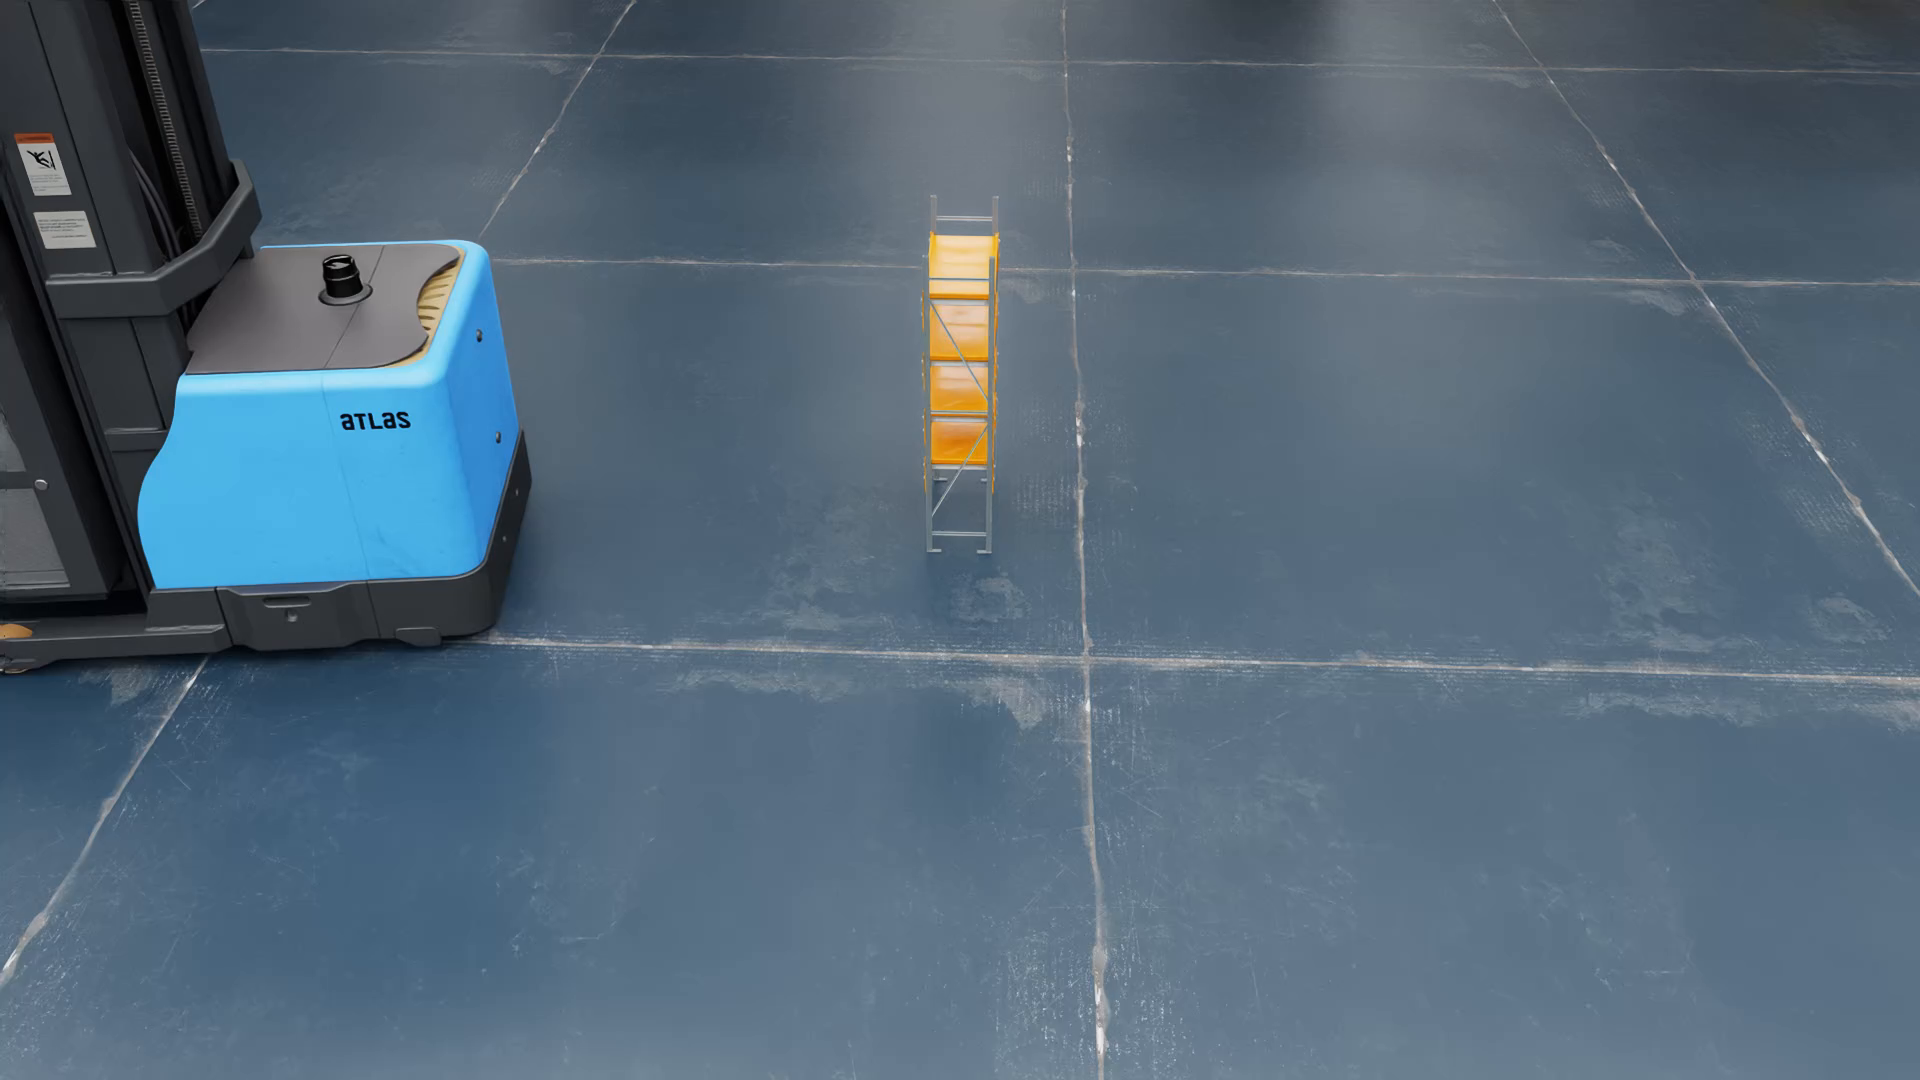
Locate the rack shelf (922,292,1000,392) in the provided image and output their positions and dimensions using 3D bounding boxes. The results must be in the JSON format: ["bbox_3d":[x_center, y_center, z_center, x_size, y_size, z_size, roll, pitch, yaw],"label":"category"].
[{"bbox_3d":[0.007,-0.714,5.950,0.258,0.148,0.480,1,35,2],"label":"rack shelf"}]

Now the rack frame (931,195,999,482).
[{"bbox_3d":[0.016,-0.726,6.240,0.240,1.200,0.015,1,35,2],"label":"rack frame"}]

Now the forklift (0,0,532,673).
[{"bbox_3d":[-3.138,-1.057,5.206,3.031,2.935,1.130,-2,35,-3],"label":"forklift"}]

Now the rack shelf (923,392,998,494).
[{"bbox_3d":[0.007,-0.368,6.193,0.258,0.148,0.480,1,35,2],"label":"rack shelf"}]

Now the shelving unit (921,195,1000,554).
[{"bbox_3d":[0.007,-0.586,6.040,0.258,1.200,0.503,1,35,2],"label":"shelving unit"}]

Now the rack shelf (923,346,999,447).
[{"bbox_3d":[0.007,-0.531,6.079,0.258,0.148,0.480,1,35,2],"label":"rack shelf"}]

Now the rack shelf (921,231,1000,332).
[{"bbox_3d":[0.007,-0.907,5.814,0.258,0.148,0.480,1,35,2],"label":"rack shelf"}]

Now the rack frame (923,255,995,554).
[{"bbox_3d":[-0.003,-0.446,5.841,0.240,1.200,0.015,1,35,2],"label":"rack frame"}]
